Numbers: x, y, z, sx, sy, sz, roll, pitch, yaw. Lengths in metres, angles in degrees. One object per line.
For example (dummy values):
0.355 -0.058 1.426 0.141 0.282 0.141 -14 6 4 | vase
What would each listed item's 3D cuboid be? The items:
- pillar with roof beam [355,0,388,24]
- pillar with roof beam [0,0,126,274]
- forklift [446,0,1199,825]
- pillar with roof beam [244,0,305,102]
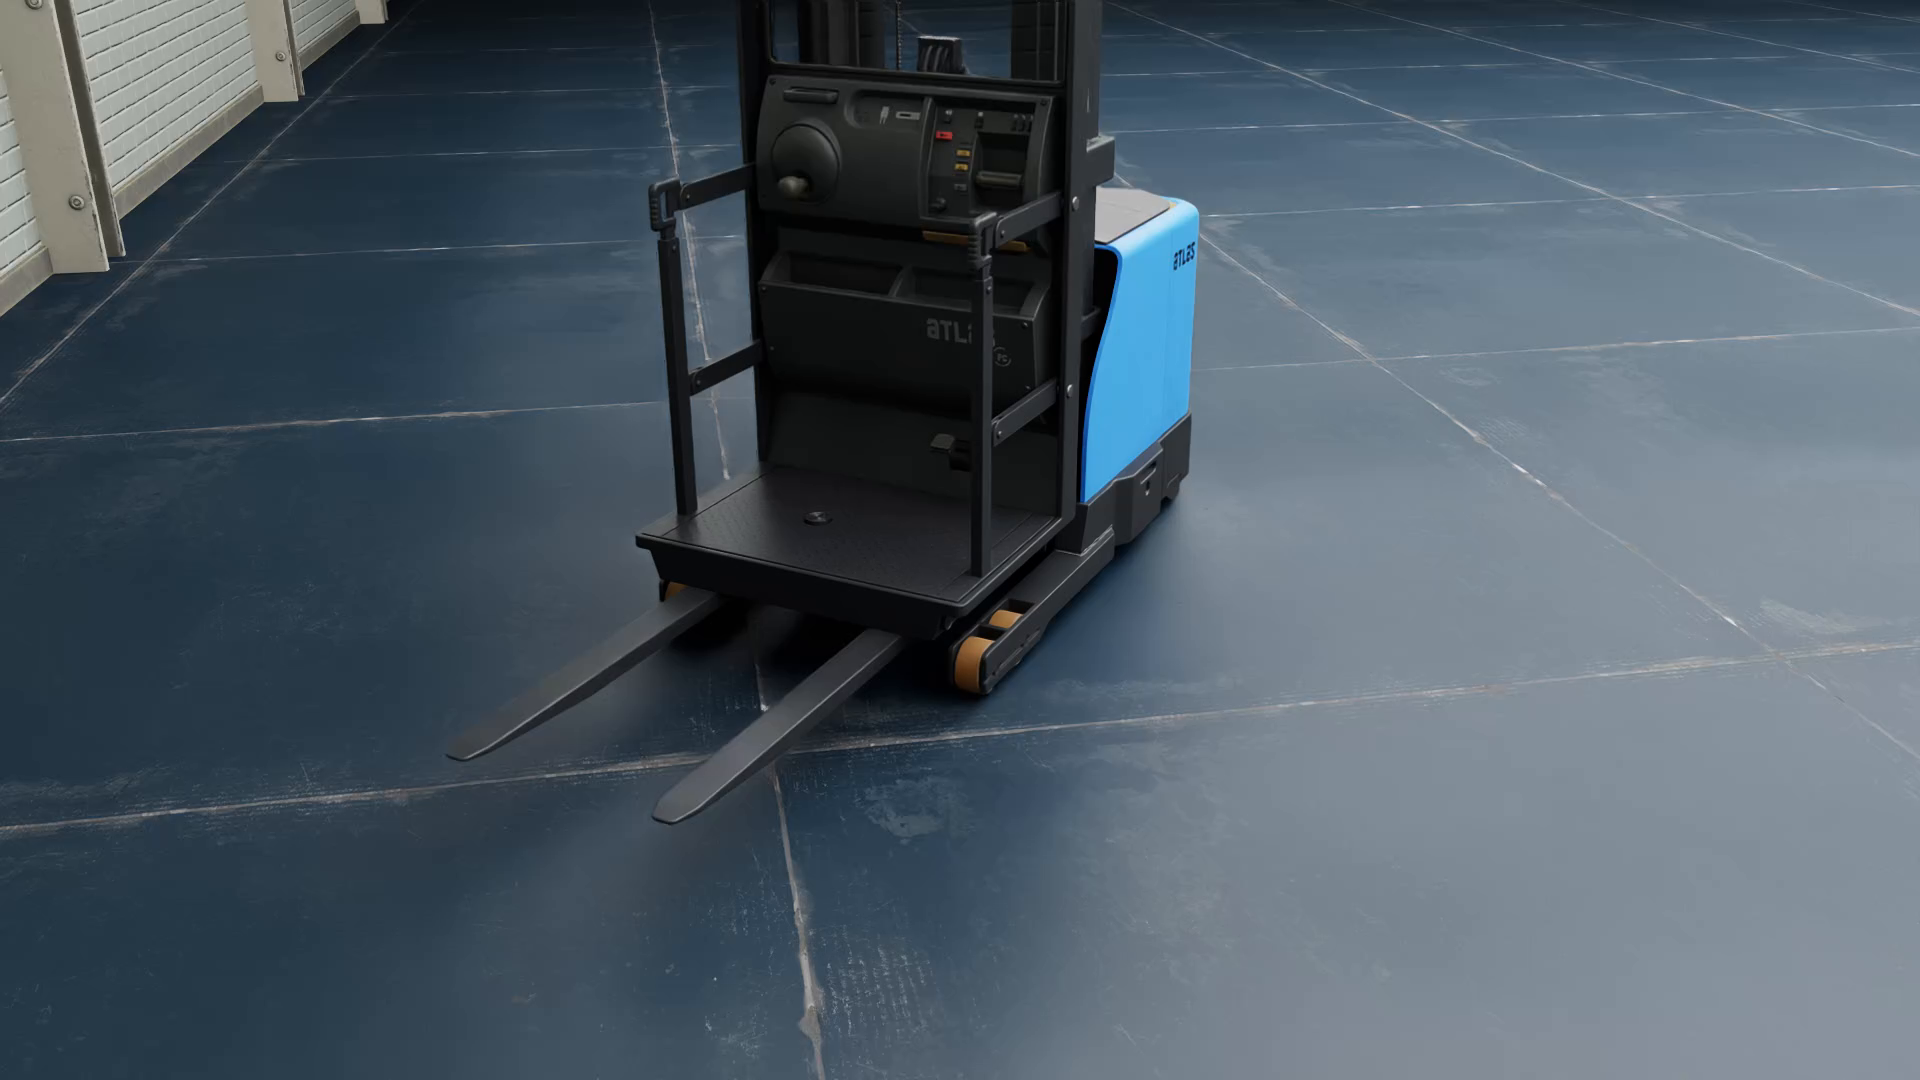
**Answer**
-2.860 -10.704 19.016 9.100 9.000 0.400 -4 24 -10 | pillar with roof beam
-0.641 -5.984 8.208 9.100 9.000 0.400 -4 24 -10 | pillar with roof beam
-0.267 -1.103 4.614 1.130 2.935 3.031 11 26 24 | forklift
-1.750 -8.344 13.612 9.100 9.000 0.400 -4 24 -10 | pillar with roof beam
